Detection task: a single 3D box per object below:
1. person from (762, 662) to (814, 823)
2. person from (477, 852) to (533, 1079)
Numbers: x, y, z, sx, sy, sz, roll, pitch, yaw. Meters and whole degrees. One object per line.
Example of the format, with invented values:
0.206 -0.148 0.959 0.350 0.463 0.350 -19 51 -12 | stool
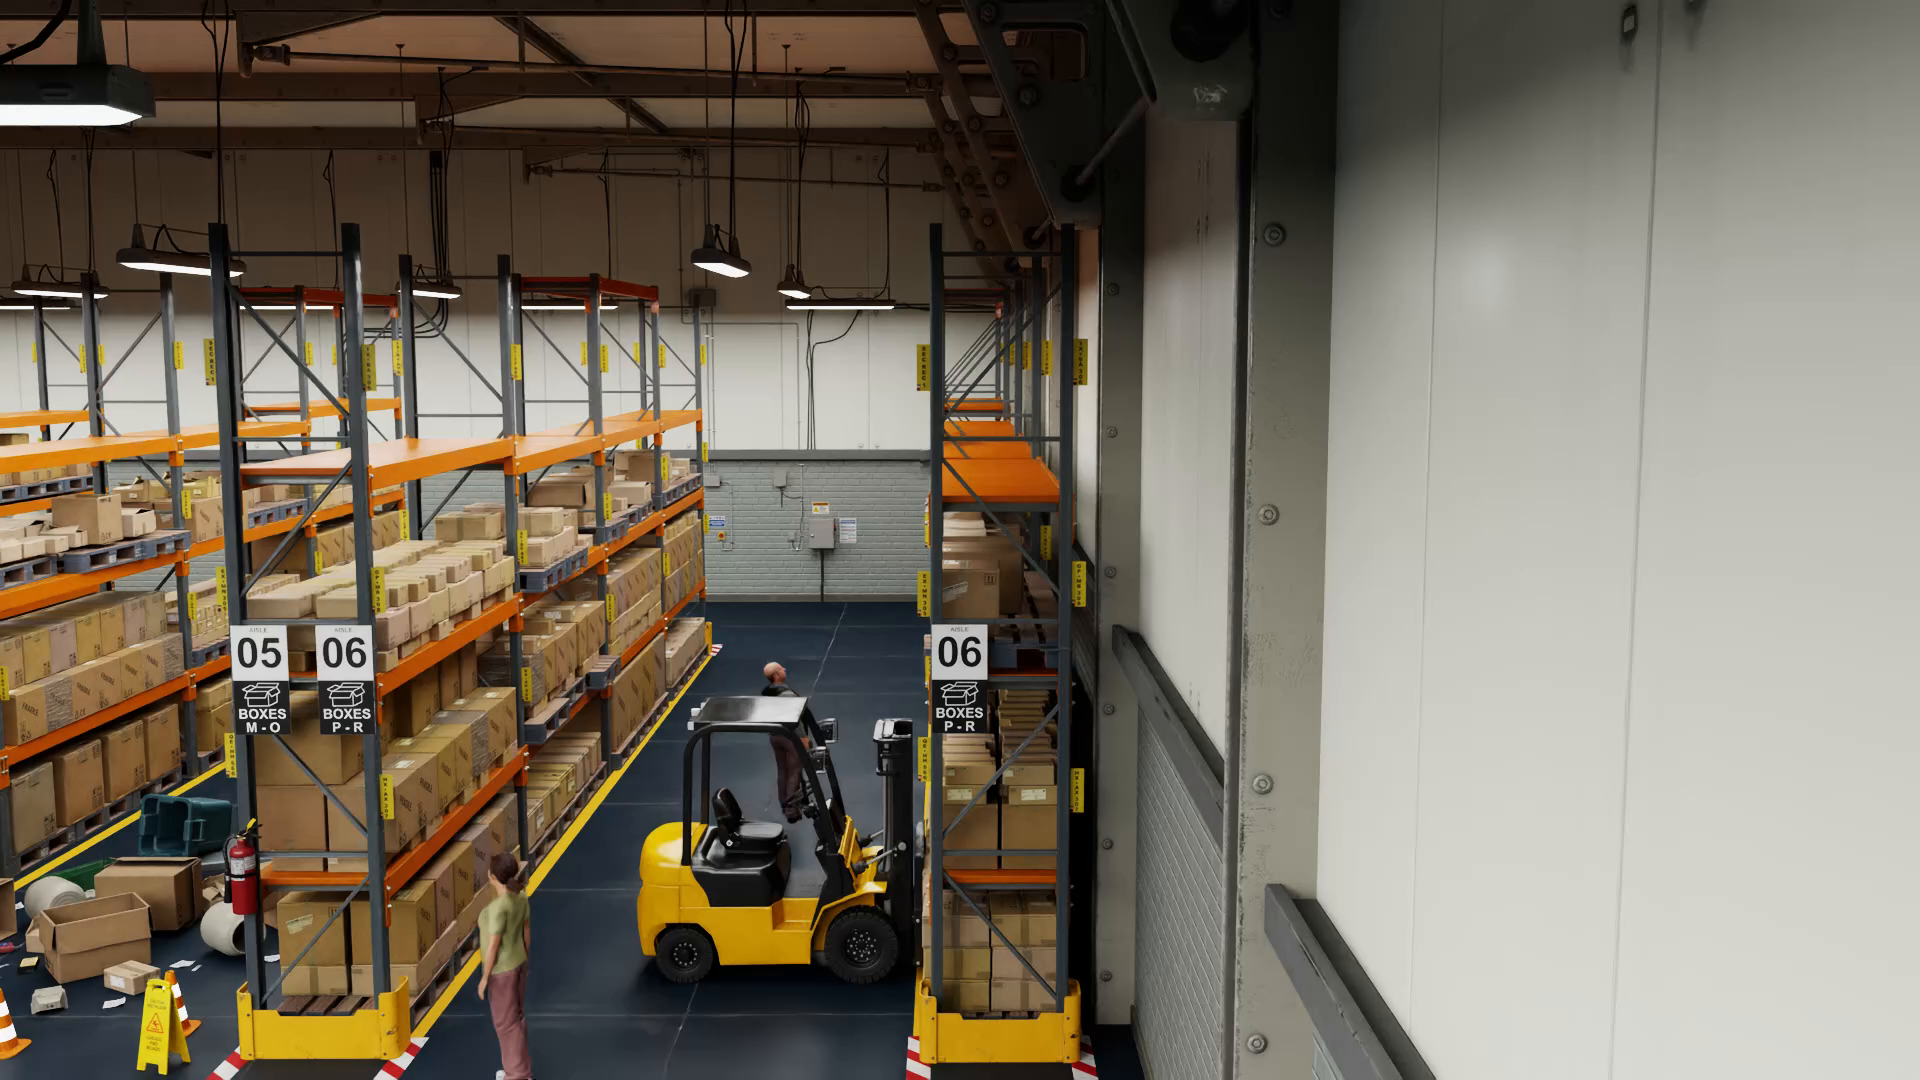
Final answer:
-1.788 2.119 17.715 0.582 1.694 0.599 5 8 36 | person
-3.140 3.001 11.537 0.361 1.691 0.493 1 7 8 | person
